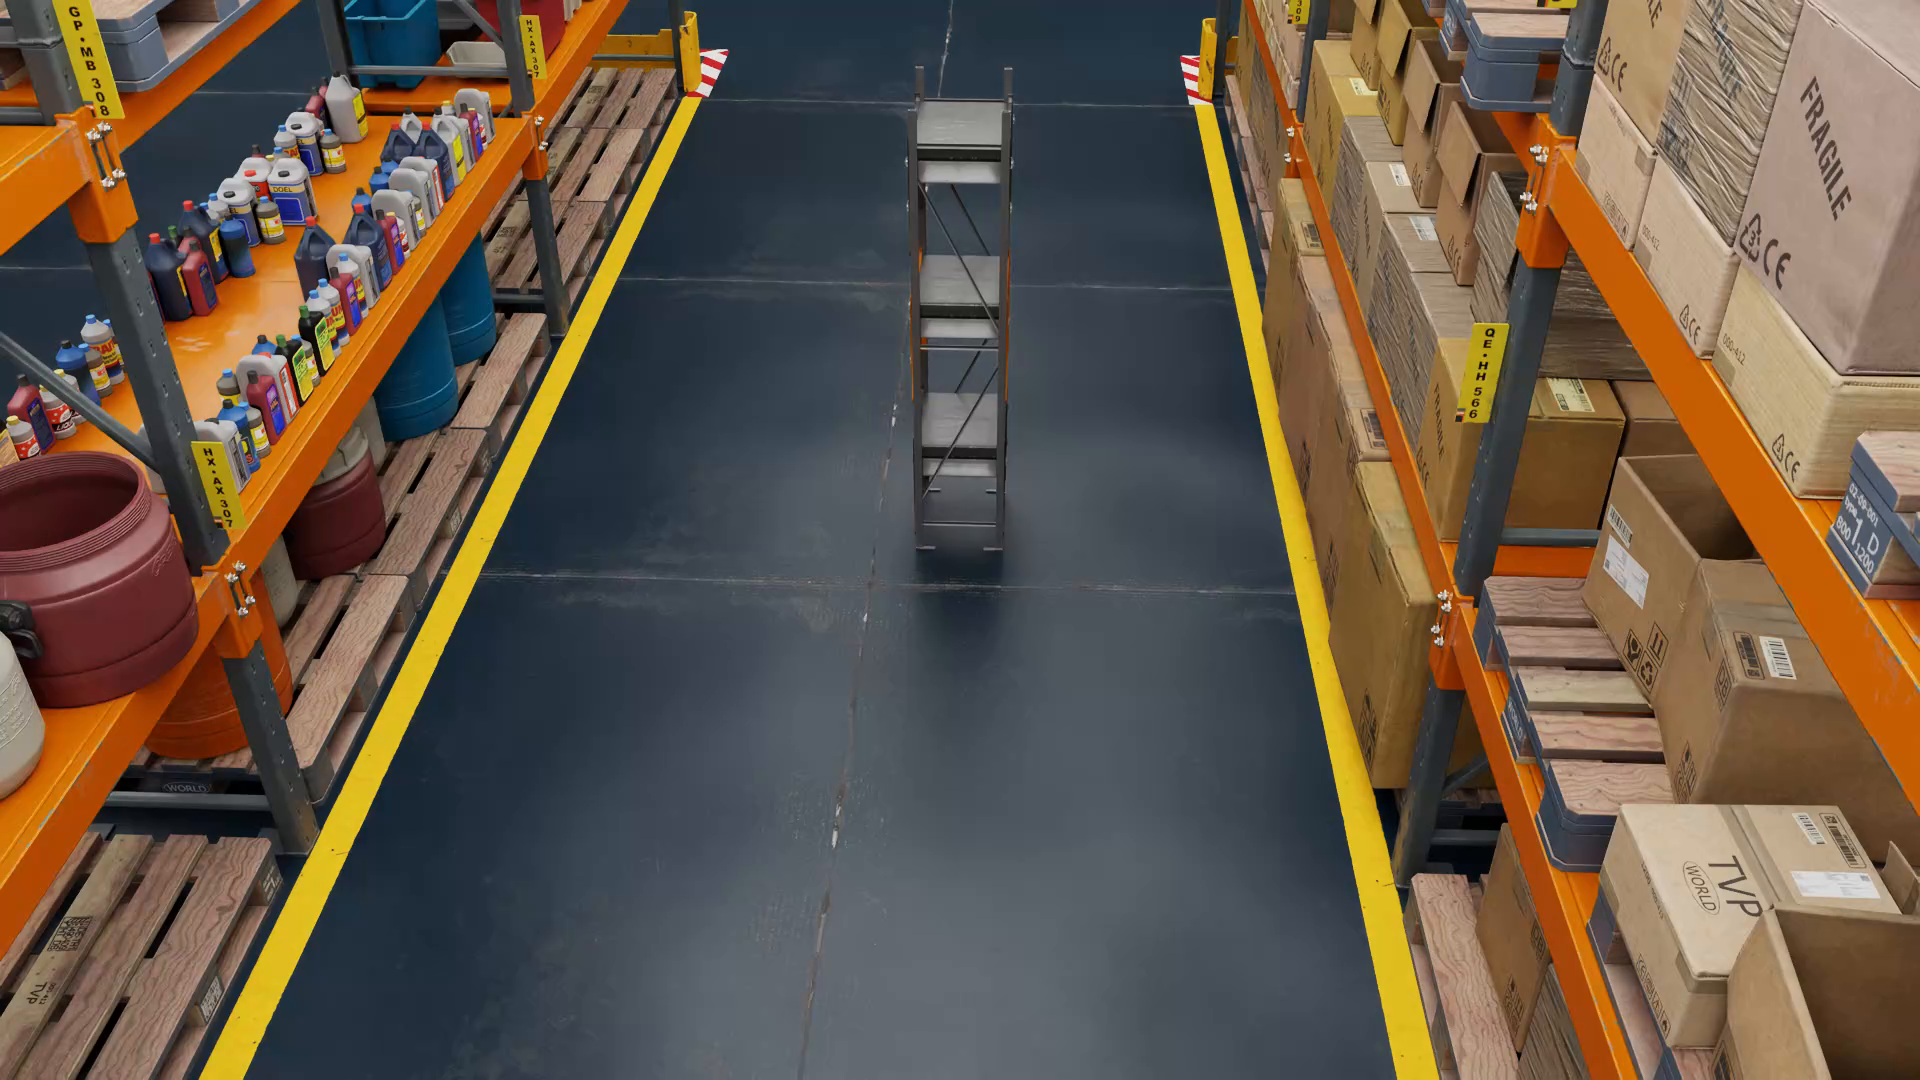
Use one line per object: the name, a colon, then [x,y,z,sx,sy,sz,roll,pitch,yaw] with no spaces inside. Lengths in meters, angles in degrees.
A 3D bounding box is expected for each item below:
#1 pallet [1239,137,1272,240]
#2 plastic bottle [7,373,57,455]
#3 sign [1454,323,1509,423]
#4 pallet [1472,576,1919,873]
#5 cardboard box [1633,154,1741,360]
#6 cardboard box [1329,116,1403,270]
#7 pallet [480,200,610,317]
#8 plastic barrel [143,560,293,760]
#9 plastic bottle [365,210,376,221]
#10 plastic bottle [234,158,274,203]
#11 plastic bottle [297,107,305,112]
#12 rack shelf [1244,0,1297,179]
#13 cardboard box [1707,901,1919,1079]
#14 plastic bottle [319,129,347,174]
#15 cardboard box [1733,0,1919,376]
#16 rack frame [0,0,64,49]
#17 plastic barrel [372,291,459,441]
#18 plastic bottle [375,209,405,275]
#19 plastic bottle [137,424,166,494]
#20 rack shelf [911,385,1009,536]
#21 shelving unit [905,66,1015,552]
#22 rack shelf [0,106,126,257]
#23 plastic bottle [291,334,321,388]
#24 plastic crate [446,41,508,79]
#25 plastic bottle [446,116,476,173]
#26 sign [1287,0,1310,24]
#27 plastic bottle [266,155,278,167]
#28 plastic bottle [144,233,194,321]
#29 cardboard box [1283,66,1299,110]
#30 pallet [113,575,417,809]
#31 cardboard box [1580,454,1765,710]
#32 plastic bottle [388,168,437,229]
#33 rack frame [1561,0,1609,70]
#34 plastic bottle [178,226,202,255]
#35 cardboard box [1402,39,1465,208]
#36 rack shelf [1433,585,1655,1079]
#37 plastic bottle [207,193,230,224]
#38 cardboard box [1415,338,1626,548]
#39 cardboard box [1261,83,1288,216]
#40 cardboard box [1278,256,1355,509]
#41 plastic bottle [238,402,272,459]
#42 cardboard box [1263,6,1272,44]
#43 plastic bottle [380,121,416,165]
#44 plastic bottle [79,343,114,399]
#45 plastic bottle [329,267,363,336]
pallet: [2.382,-2.292,10.827,1.003,0.211,1.213,1,35,2]
plastic bottle: [-3.284,-0.438,5.866,0.061,0.283,0.133,1,35,2]
sign: [1.511,-0.481,4.819,0.100,0.325,0.005,1,35,2]
pallet: [2.144,0.494,4.605,1.213,0.211,1.003,1,35,2]
cardboard box: [1.772,-0.603,3.521,0.500,0.250,0.500,2,35,3]
cardboard box: [1.919,-1.501,7.190,0.500,0.500,0.500,1,35,1]
pallet: [-2.732,-1.691,9.973,1.003,0.211,1.213,1,35,2]
plastic barrel: [-2.880,0.324,6.203,0.600,0.830,0.708,1,35,2]
plastic bottle: [-2.508,-1.270,7.060,0.097,0.271,0.097,0,35,0]
plastic bottle: [-3.159,-1.569,7.482,0.152,0.276,0.135,1,35,2]
plastic bottle: [-3.159,-1.956,8.037,0.097,0.271,0.097,0,35,0]
rack shelf: [2.307,-3.149,10.248,1.077,0.370,4.000,1,35,2]
cardboard box: [1.883,1.090,3.136,0.797,0.503,0.637,5,35,7]
plastic bottle: [-3.011,-1.868,7.972,0.097,0.201,0.097,0,35,0]
cardboard box: [1.753,-0.625,2.900,0.500,0.500,0.500,0,35,1]
rack frame: [-2.883,-2.565,3.574,1.000,3.000,0.127,1,35,2]
plastic barrel: [-2.790,-1.003,8.029,0.600,0.901,0.708,1,35,2]
plastic bottle: [-2.429,-1.283,7.069,0.061,0.283,0.133,1,35,2]
plastic bottle: [-2.695,-0.305,5.683,0.152,0.276,0.135,1,35,2]
rack shelf: [0.007,-0.370,7.692,0.431,0.518,0.480,1,35,2]
shelving unit: [0.007,-0.954,7.282,0.431,2.100,0.503,1,35,2]
rack shelf: [-2.963,0.105,3.008,1.077,0.370,4.000,1,35,2]
plastic bottle: [-2.487,-0.679,6.280,0.097,0.201,0.097,0,35,0]
plastic crate: [-2.561,-2.590,9.003,0.396,0.136,0.243,1,35,2]
plastic bottle: [-2.430,-1.914,7.973,0.152,0.276,0.135,1,35,2]
sign: [1.672,-2.693,8.152,0.100,0.325,0.005,1,35,2]
plastic bottle: [-3.176,-1.682,7.708,0.097,0.201,0.097,0,35,0]
plastic bottle: [-3.199,-1.080,6.721,0.144,0.351,0.185,1,35,2]
cardboard box: [1.912,-2.375,8.738,0.380,0.149,0.250,2,35,2]
pallet: [-2.893,0.576,6.747,1.003,0.211,1.213,1,35,2]
cardboard box: [2.084,0.102,4.544,0.500,0.500,0.500,-3,35,-4]
plastic bottle: [-2.456,-1.547,7.451,0.152,0.276,0.135,1,35,2]
rack frame: [2.066,-2.451,3.411,1.000,3.000,0.127,1,35,2]
plastic bottle: [-3.174,-1.143,6.870,0.061,0.283,0.133,1,35,2]
cardboard box: [2.161,-1.627,6.497,0.797,0.503,0.637,2,35,3]
rack shelf: [1.986,1.447,3.708,1.077,0.370,4.000,1,35,2]
plastic bottle: [-3.200,-1.368,7.200,0.097,0.271,0.097,0,35,0]
cardboard box: [1.838,-0.327,5.519,0.500,0.500,0.500,2,35,3]
cardboard box: [2.369,-2.492,10.169,0.875,0.875,0.875,1,35,2]
cardboard box: [2.186,-0.716,7.642,1.225,0.875,0.875,0,35,0]
plastic bottle: [-2.507,-0.393,5.873,0.097,0.201,0.097,0,35,0]
cardboard box: [1.952,-2.966,9.580,0.380,0.149,0.250,2,35,3]
plastic bottle: [-2.584,-1.750,7.675,0.144,0.351,0.185,1,35,2]
plastic bottle: [-3.249,-0.638,6.222,0.097,0.201,0.097,0,35,0]
plastic bottle: [-2.451,-0.967,6.619,0.061,0.283,0.133,1,35,2]
